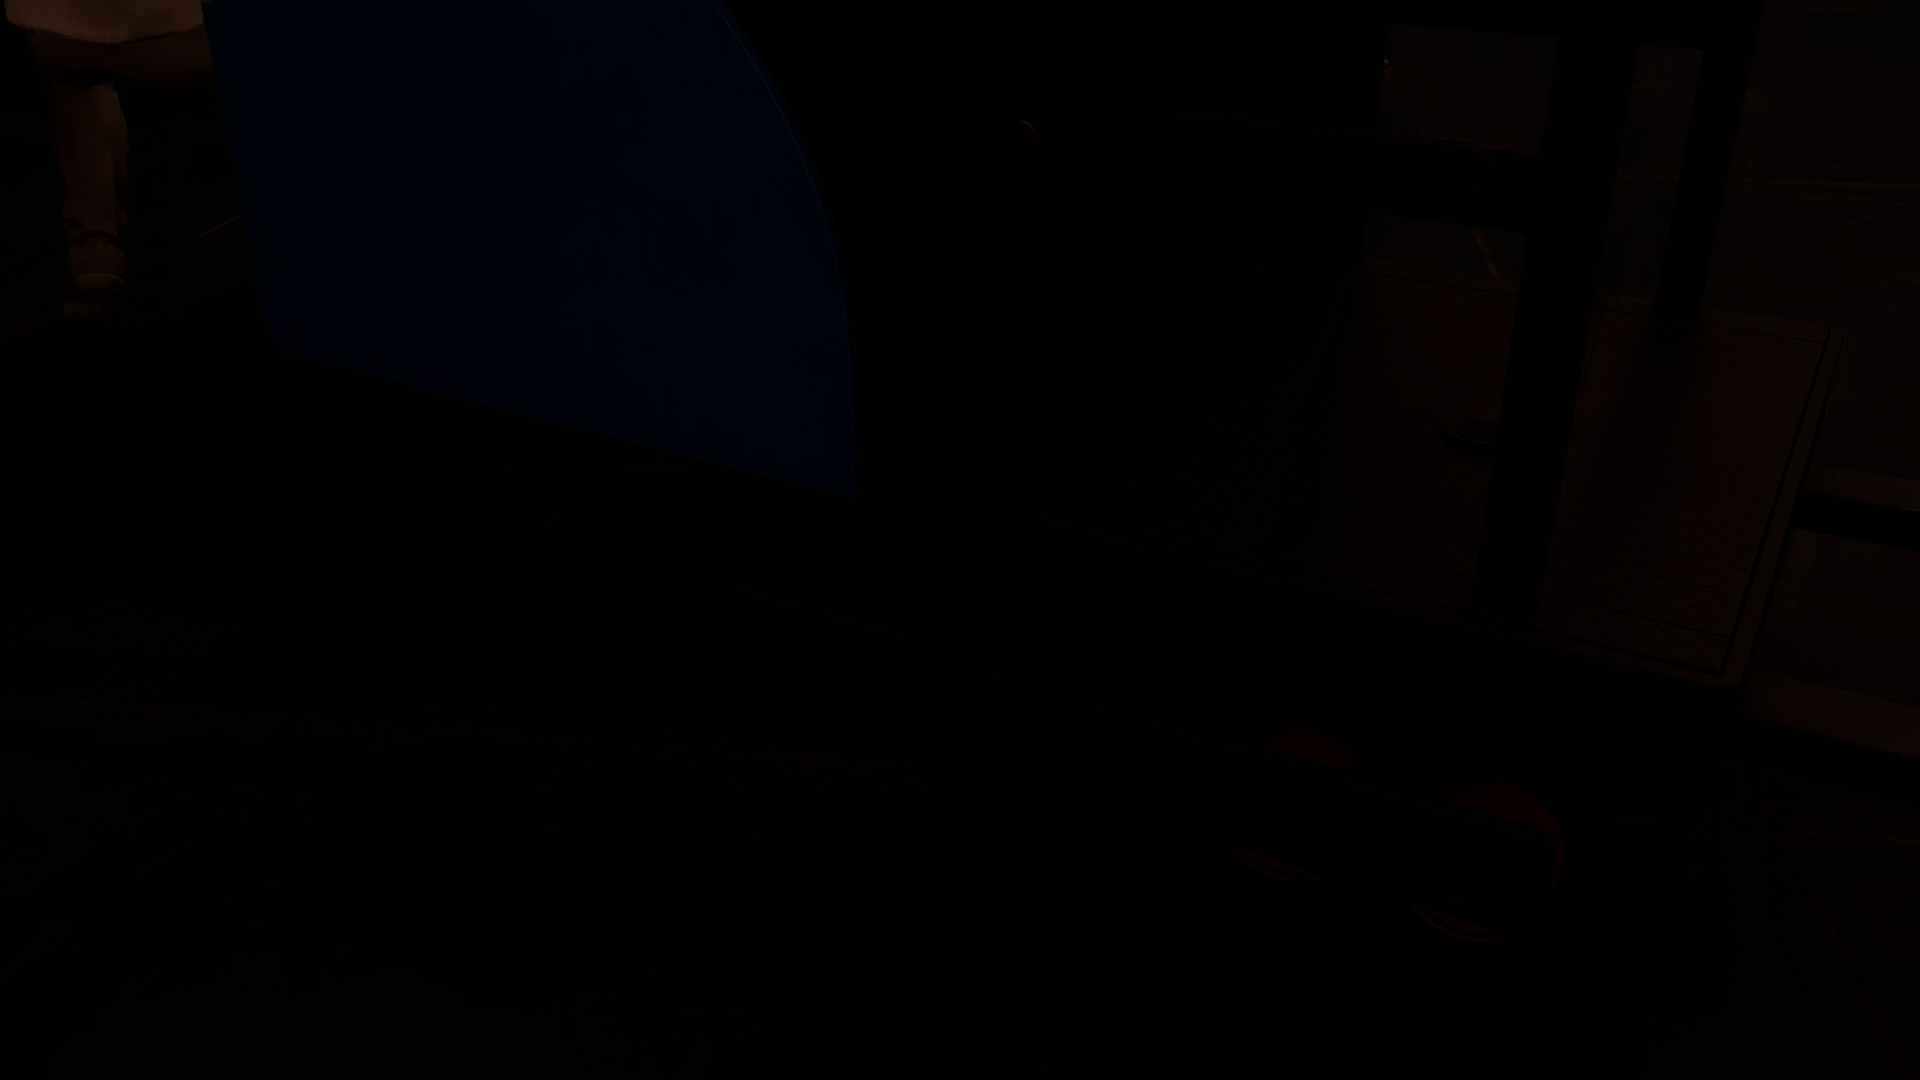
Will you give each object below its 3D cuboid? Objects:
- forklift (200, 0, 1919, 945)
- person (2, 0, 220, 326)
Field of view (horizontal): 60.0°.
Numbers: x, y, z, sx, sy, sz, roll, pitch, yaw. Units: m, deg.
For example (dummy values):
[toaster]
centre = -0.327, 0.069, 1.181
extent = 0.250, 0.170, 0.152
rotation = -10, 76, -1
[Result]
[forklift]
centre = 0.529, -1.176, 1.574
extent = 3.031, 2.935, 1.130
rotation = 14, 30, 26
[person]
centre = -1.321, -1.025, 2.940
extent = 0.917, 1.432, 0.700
rotation = 5, 27, 10
